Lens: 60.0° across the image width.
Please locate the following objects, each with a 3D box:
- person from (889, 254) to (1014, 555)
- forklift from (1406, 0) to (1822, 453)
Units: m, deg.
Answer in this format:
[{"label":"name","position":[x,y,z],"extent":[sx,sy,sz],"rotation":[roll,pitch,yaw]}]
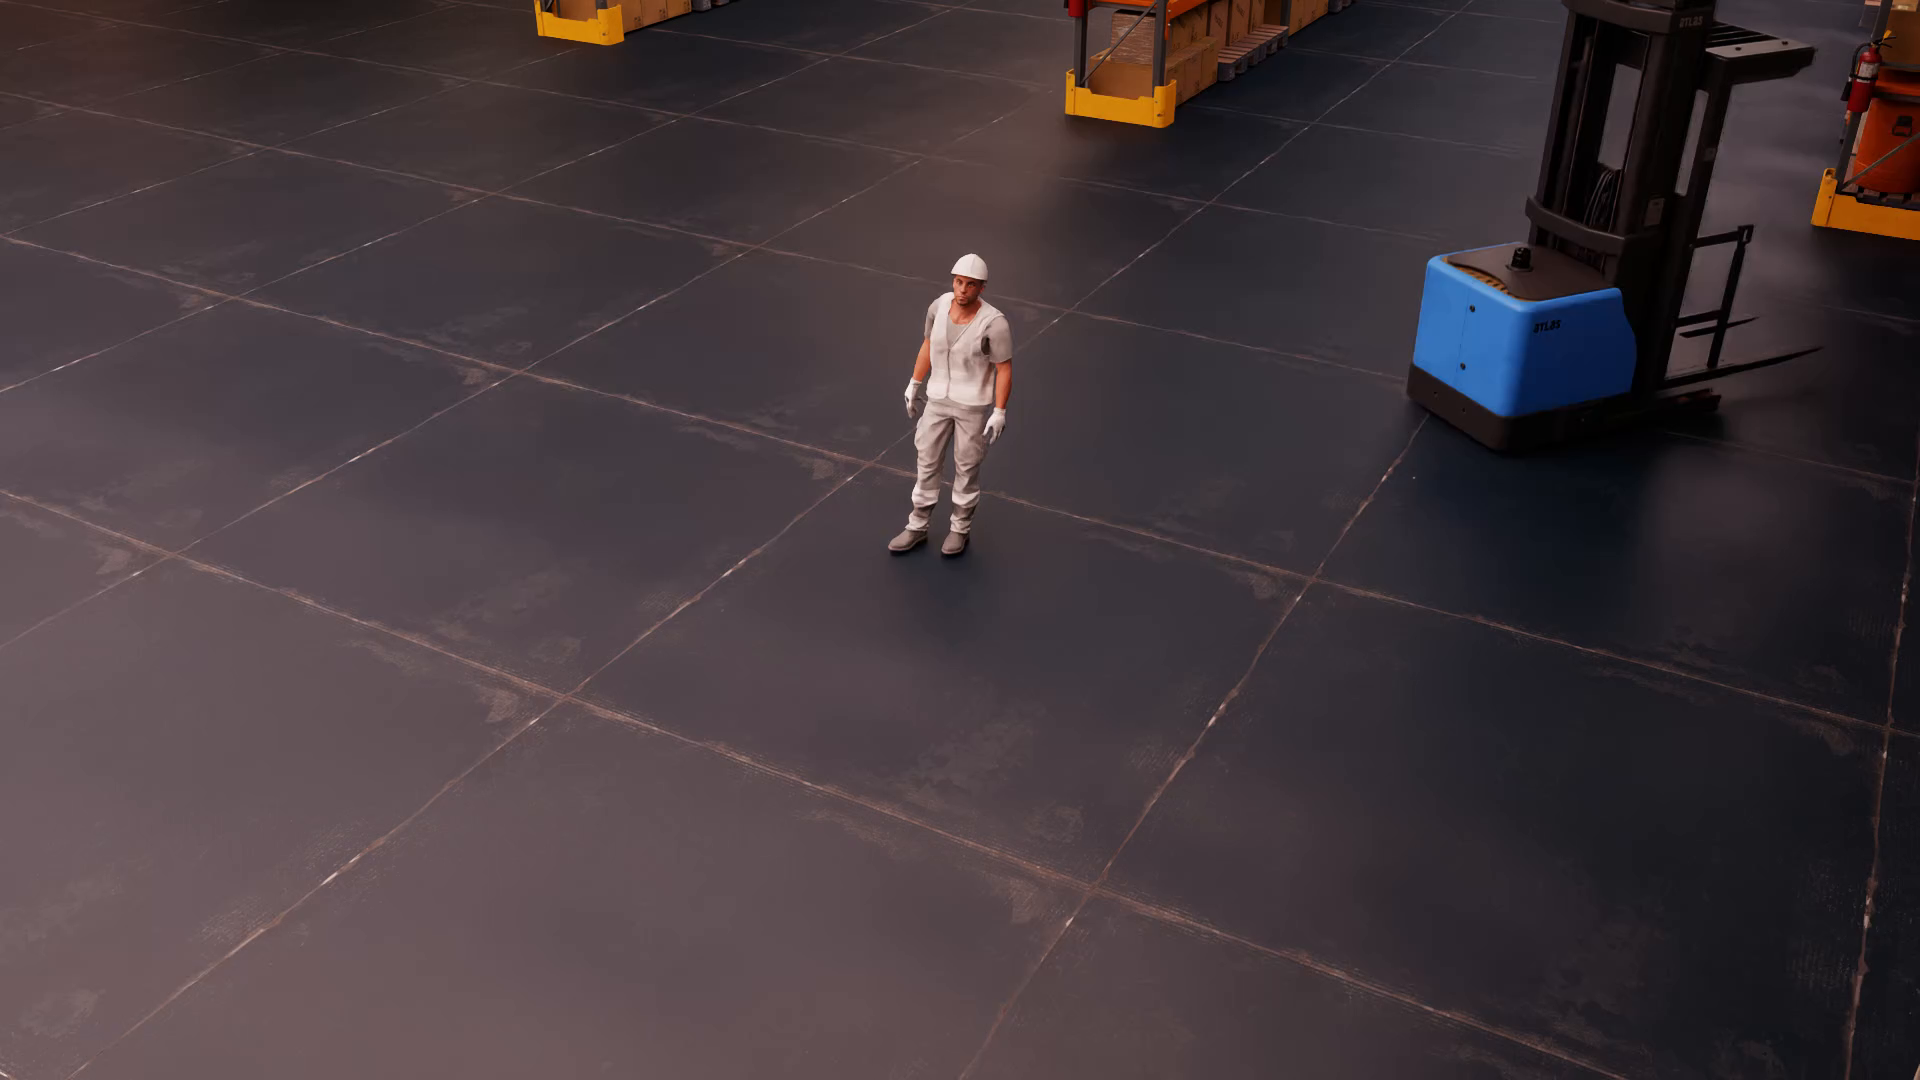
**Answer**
[{"label":"person","position":[-0.050,-0.749,9.497],"extent":[0.637,1.787,0.564],"rotation":[15,33,25]},{"label":"forklift","position":[4.684,-2.315,11.082],"extent":[3.031,2.935,1.130],"rotation":[-12,32,-20]}]
